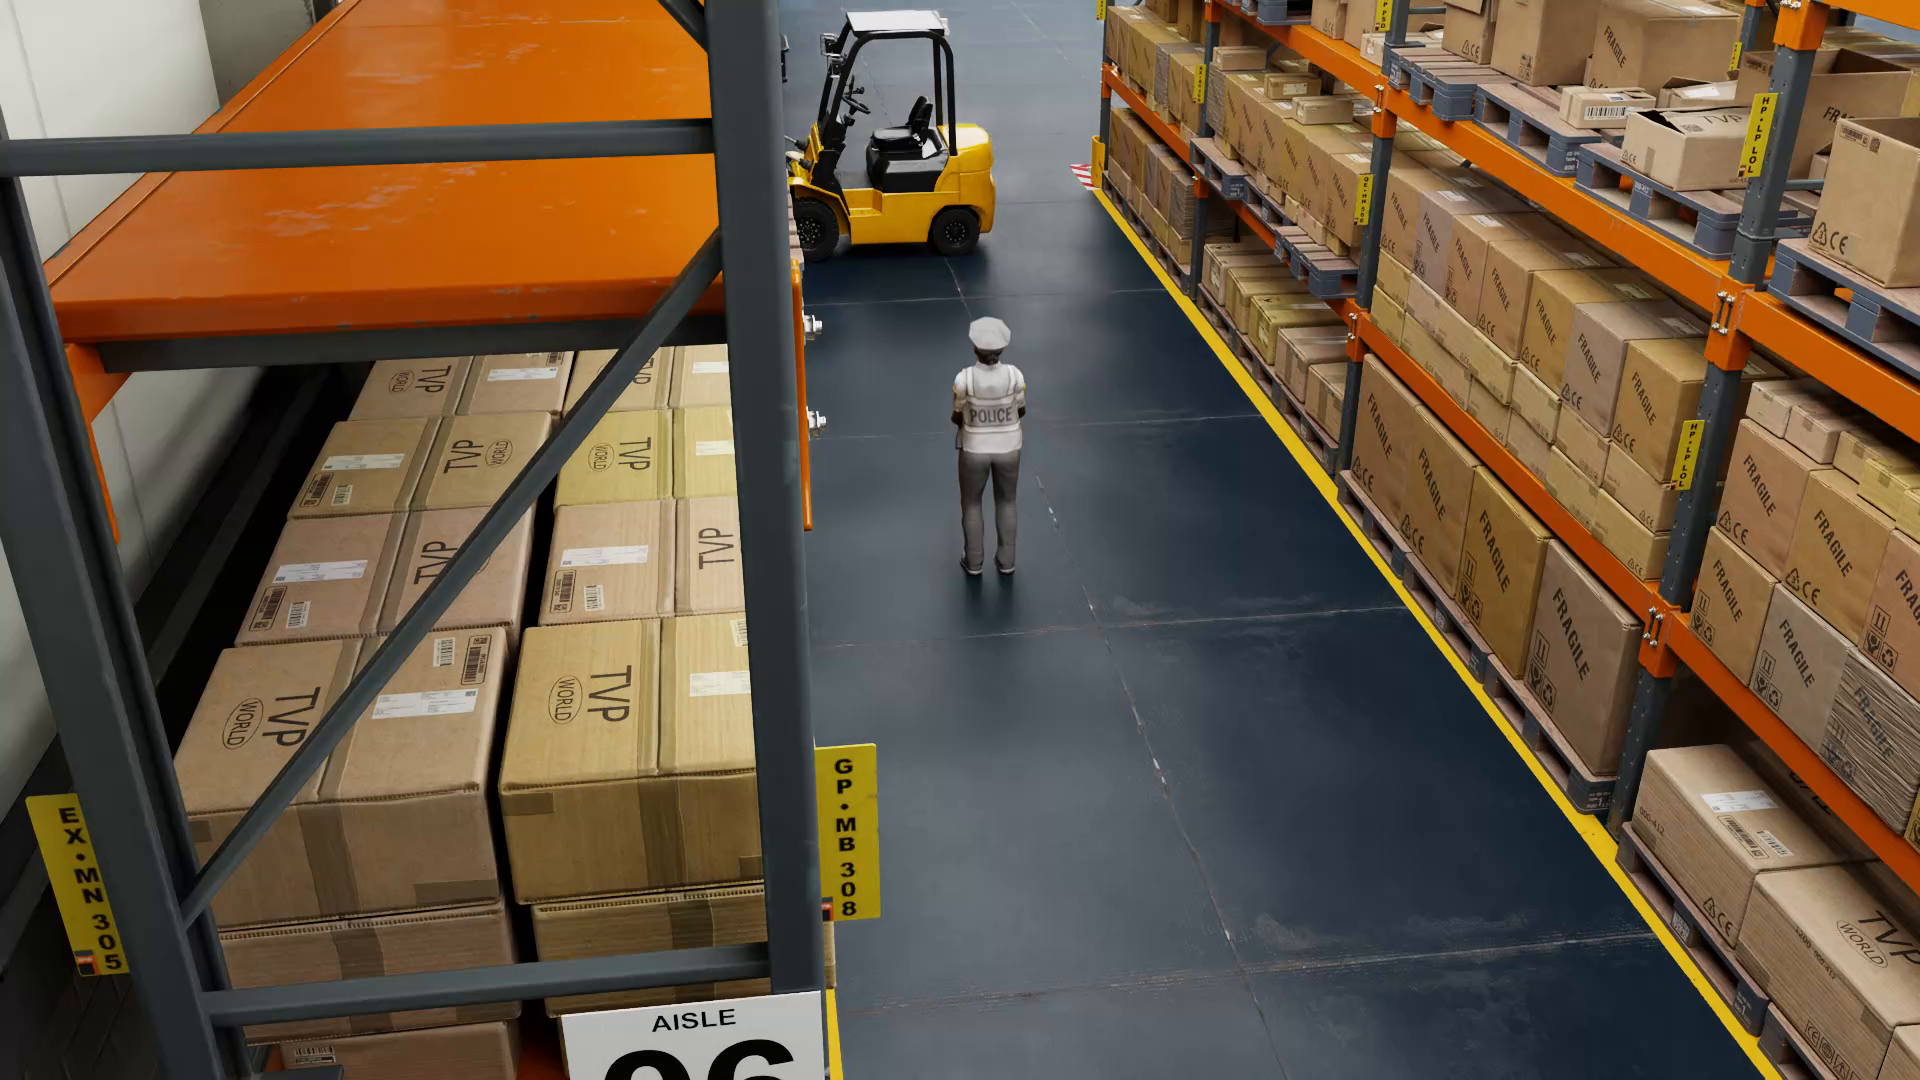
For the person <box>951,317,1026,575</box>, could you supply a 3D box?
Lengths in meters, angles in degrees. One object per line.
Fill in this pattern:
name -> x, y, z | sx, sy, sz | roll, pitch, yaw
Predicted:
person -> 0.167, -0.584, 10.186 | 0.455, 1.691, 0.525 | -4, 28, -7
